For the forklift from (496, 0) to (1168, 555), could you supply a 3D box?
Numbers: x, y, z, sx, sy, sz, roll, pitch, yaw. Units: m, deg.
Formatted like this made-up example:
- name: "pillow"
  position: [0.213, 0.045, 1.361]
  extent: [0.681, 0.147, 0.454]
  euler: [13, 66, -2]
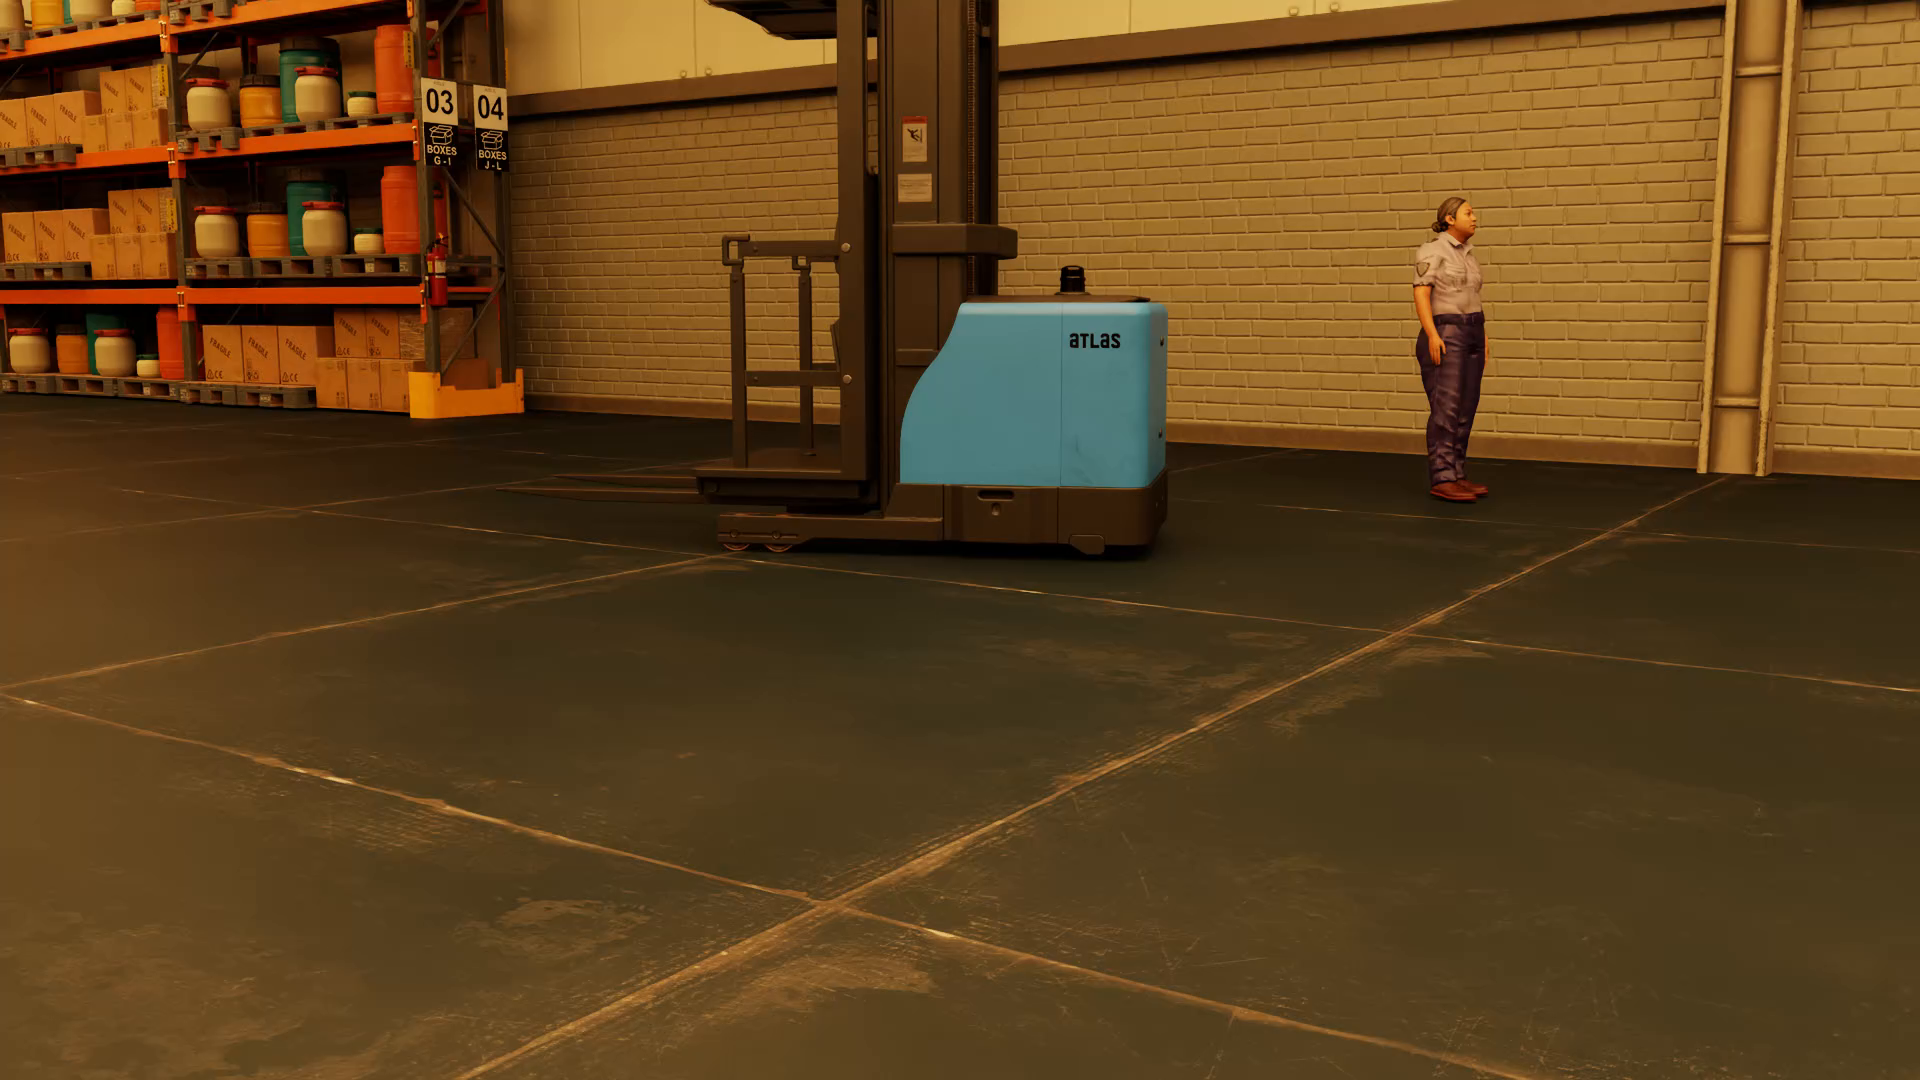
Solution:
- name: "forklift"
  position: [-0.596, -1.469, 7.520]
  extent: [3.031, 2.935, 1.130]
  euler: [2, 8, 12]

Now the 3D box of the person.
- name: "person"
  position: [2.798, -1.063, 9.213]
  extent: [0.596, 1.641, 0.504]
  euler: [-7, 11, -41]
